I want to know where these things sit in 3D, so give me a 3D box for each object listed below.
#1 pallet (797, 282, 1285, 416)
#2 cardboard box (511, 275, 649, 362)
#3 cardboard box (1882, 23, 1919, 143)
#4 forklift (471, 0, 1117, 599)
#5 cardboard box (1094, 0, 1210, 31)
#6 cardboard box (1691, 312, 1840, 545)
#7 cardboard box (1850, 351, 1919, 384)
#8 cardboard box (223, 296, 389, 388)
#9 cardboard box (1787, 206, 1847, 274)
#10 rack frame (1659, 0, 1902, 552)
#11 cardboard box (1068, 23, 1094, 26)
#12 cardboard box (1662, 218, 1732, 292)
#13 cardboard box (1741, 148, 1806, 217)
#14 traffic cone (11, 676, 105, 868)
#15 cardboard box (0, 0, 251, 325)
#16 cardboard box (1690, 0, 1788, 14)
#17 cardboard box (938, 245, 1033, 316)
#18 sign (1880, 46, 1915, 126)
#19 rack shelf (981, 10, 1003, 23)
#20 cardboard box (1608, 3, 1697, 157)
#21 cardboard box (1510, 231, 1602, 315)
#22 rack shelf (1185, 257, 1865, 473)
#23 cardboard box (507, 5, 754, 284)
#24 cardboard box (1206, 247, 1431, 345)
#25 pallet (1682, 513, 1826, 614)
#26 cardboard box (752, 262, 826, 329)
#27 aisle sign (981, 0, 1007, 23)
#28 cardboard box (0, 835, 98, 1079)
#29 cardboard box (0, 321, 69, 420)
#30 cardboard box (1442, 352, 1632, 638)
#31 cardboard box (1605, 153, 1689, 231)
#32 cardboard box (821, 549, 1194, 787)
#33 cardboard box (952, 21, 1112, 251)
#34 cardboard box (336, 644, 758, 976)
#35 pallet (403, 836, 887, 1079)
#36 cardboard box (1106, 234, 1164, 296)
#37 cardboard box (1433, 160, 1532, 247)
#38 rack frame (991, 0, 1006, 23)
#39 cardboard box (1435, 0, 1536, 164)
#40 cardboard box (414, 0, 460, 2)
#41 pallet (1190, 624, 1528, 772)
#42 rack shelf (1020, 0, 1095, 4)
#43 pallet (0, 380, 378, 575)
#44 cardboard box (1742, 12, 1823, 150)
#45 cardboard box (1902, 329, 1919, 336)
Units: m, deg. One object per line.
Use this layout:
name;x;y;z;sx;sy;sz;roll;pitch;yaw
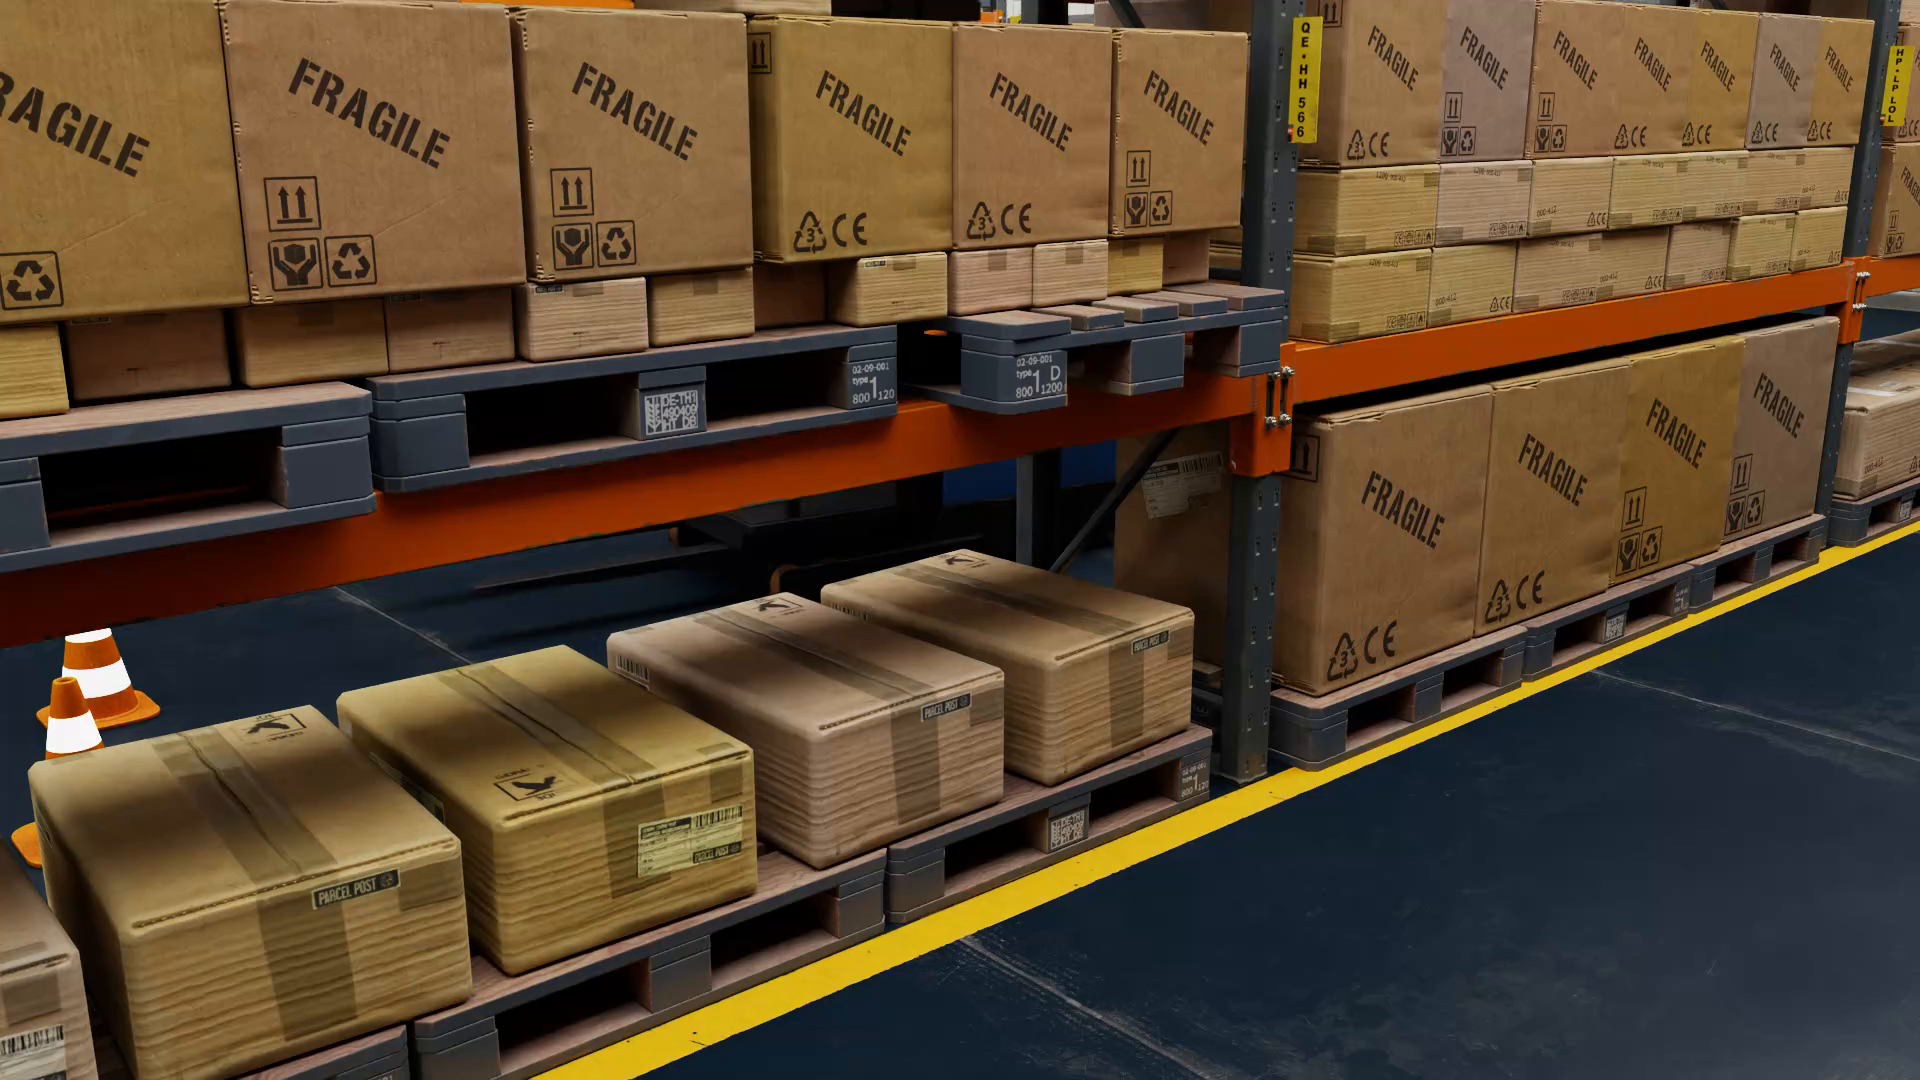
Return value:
pallet;0.092;-0.581;4.486;1.003;0.211;1.213;-13;19;-39
cardboard box;-0.832;-0.467;3.359;0.250;0.149;0.380;-12;19;-37
cardboard box;4.095;-2.058;7.511;0.500;0.500;0.500;-12;19;-39
forklift;-0.727;-1.307;6.962;3.031;2.935;1.130;-10;18;-32
cardboard box;0.778;-1.486;5.368;0.500;0.500;0.500;-13;20;-41
cardboard box;3.162;-0.549;7.296;0.875;0.875;0.875;-12;19;-38
cardboard box;4.796;-0.696;8.692;0.875;0.438;0.875;-13;20;-41
cardboard box;-1.255;-0.391;3.073;0.250;0.149;0.380;-12;19;-39
cardboard box;3.404;-1.296;7.079;0.500;0.250;0.500;-13;20;-41
rack frame;3.577;-1.493;7.528;0.127;3.000;1.000;-13;19;-39
cardboard box;0.751;-3.144;11.000;0.500;0.500;0.500;-12;19;-38
cardboard box;2.626;-1.128;6.451;0.500;0.250;0.500;-13;20;-41
cardboard box;3.032;-1.454;6.703;0.500;0.250;0.500;-12;19;-38
traffic cone;-2.442;0.605;4.588;0.334;0.463;0.336;-13;19;-39
cardboard box;-1.539;-0.641;2.755;0.500;0.500;0.500;-13;19;-39
cardboard box;3.600;-2.452;7.729;0.250;0.149;0.380;-13;20;-40
cardboard box;-0.044;-0.644;4.021;0.250;0.149;0.380;-14;20;-42
sign;3.940;-1.910;6.999;0.005;0.325;0.100;-13;19;-39
rack shelf;-1.420;-4.863;15.725;4.000;0.370;1.077;-13;19;-39
cardboard box;2.243;-1.638;5.940;0.500;0.500;0.500;-12;19;-38
cardboard box;1.869;-0.955;5.804;0.500;0.250;0.500;-12;19;-38
rack shelf;2.068;-0.807;6.352;4.000;0.370;1.077;-13;19;-39
cardboard box;-0.776;-0.812;3.392;0.500;0.500;0.500;-14;20;-42
cardboard box;1.094;-0.777;5.137;0.500;0.250;0.500;-13;20;-40
pallet;3.044;-0.001;7.343;1.213;0.211;1.003;-13;19;-39
cardboard box;-0.515;-0.576;3.769;0.250;0.149;0.380;-12;19;-39
aisle sign;0.340;-5.310;16.779;0.004;0.787;0.394;-13;19;-39
cardboard box;-2.064;0.839;3.074;0.625;0.372;0.950;-12;19;-39
cardboard box;-1.640;-0.292;2.705;0.250;0.149;0.380;-12;19;-38
cardboard box;1.810;-0.243;6.151;0.875;0.875;0.875;-12;19;-39
cardboard box;2.270;-1.275;6.033;0.500;0.250;0.500;-12;19;-38
cardboard box;0.126;0.345;4.925;0.625;0.372;0.950;-14;21;-43
cardboard box;0.016;-0.990;4.059;0.500;0.500;0.500;-13;20;-40
cardboard box;-1.001;0.599;3.974;0.625;0.372;0.950;-12;19;-38
pallet;-0.951;0.869;4.087;1.213;0.211;1.003;-13;19;-39
cardboard box;0.312;-0.736;4.367;0.250;0.149;0.380;-12;19;-39
cardboard box;1.494;-1.110;5.414;0.500;0.250;0.500;-12;19;-38
rack frame;0.089;-4.100;17.287;0.127;3.000;1.000;-13;19;-39
cardboard box;1.460;-1.469;5.305;0.500;0.500;0.500;-13;19;-39
cardboard box;-1.119;-1.061;3.070;0.250;0.149;0.380;-11;19;-36
pallet;1.203;0.413;5.796;1.213;0.211;1.003;-13;19;-39
rack shelf;1.760;-3.880;12.046;4.000;0.370;1.077;-13;19;-39
pallet;-1.786;-0.146;2.858;1.213;0.211;1.003;-13;19;-39
cardboard box;3.019;-1.811;6.586;0.500;0.500;0.500;-12;19;-38
cardboard box;6.162;-1.005;9.850;0.875;0.438;0.875;-14;20;-41
